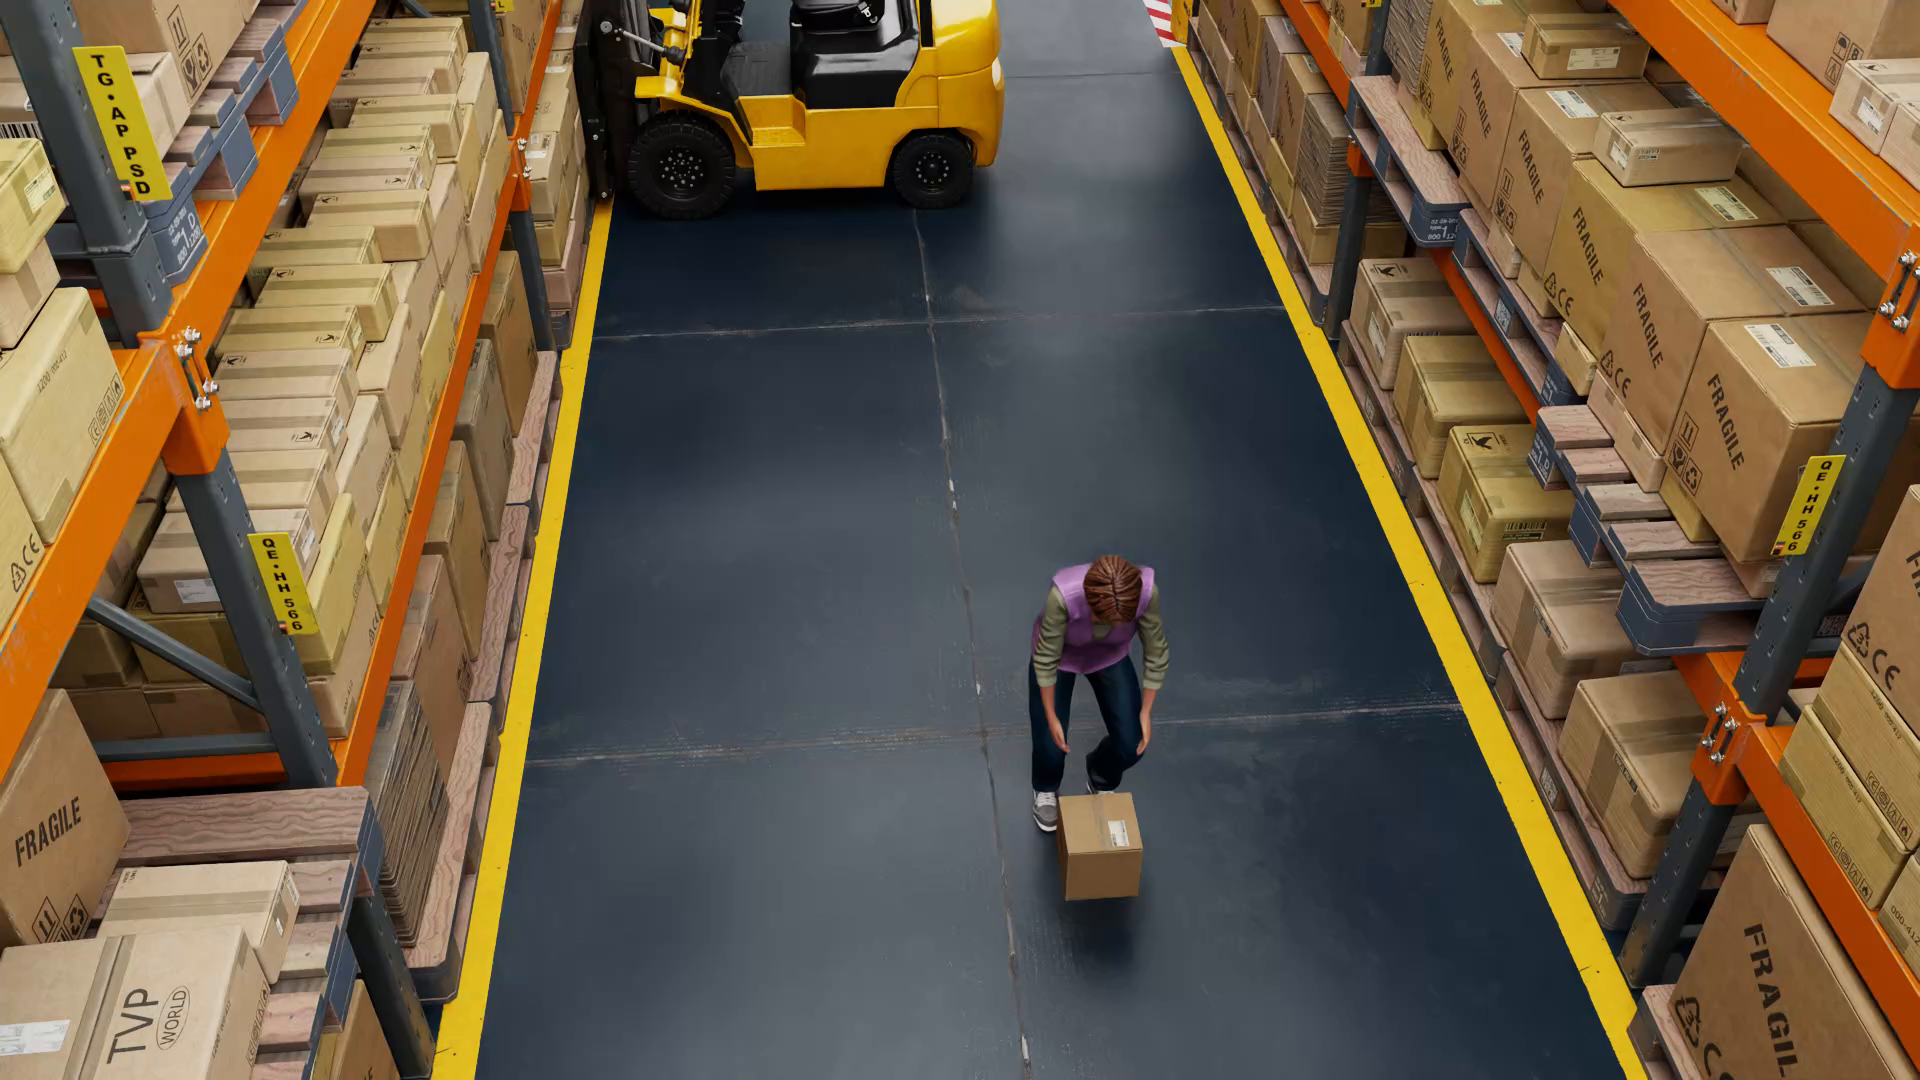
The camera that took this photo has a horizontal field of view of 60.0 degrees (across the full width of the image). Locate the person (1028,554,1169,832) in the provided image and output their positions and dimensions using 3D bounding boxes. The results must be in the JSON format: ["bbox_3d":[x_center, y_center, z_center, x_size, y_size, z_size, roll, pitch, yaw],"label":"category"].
[{"bbox_3d":[0.468,0.493,5.763,0.460,1.357,0.601,-3,40,-4],"label":"person"}]
